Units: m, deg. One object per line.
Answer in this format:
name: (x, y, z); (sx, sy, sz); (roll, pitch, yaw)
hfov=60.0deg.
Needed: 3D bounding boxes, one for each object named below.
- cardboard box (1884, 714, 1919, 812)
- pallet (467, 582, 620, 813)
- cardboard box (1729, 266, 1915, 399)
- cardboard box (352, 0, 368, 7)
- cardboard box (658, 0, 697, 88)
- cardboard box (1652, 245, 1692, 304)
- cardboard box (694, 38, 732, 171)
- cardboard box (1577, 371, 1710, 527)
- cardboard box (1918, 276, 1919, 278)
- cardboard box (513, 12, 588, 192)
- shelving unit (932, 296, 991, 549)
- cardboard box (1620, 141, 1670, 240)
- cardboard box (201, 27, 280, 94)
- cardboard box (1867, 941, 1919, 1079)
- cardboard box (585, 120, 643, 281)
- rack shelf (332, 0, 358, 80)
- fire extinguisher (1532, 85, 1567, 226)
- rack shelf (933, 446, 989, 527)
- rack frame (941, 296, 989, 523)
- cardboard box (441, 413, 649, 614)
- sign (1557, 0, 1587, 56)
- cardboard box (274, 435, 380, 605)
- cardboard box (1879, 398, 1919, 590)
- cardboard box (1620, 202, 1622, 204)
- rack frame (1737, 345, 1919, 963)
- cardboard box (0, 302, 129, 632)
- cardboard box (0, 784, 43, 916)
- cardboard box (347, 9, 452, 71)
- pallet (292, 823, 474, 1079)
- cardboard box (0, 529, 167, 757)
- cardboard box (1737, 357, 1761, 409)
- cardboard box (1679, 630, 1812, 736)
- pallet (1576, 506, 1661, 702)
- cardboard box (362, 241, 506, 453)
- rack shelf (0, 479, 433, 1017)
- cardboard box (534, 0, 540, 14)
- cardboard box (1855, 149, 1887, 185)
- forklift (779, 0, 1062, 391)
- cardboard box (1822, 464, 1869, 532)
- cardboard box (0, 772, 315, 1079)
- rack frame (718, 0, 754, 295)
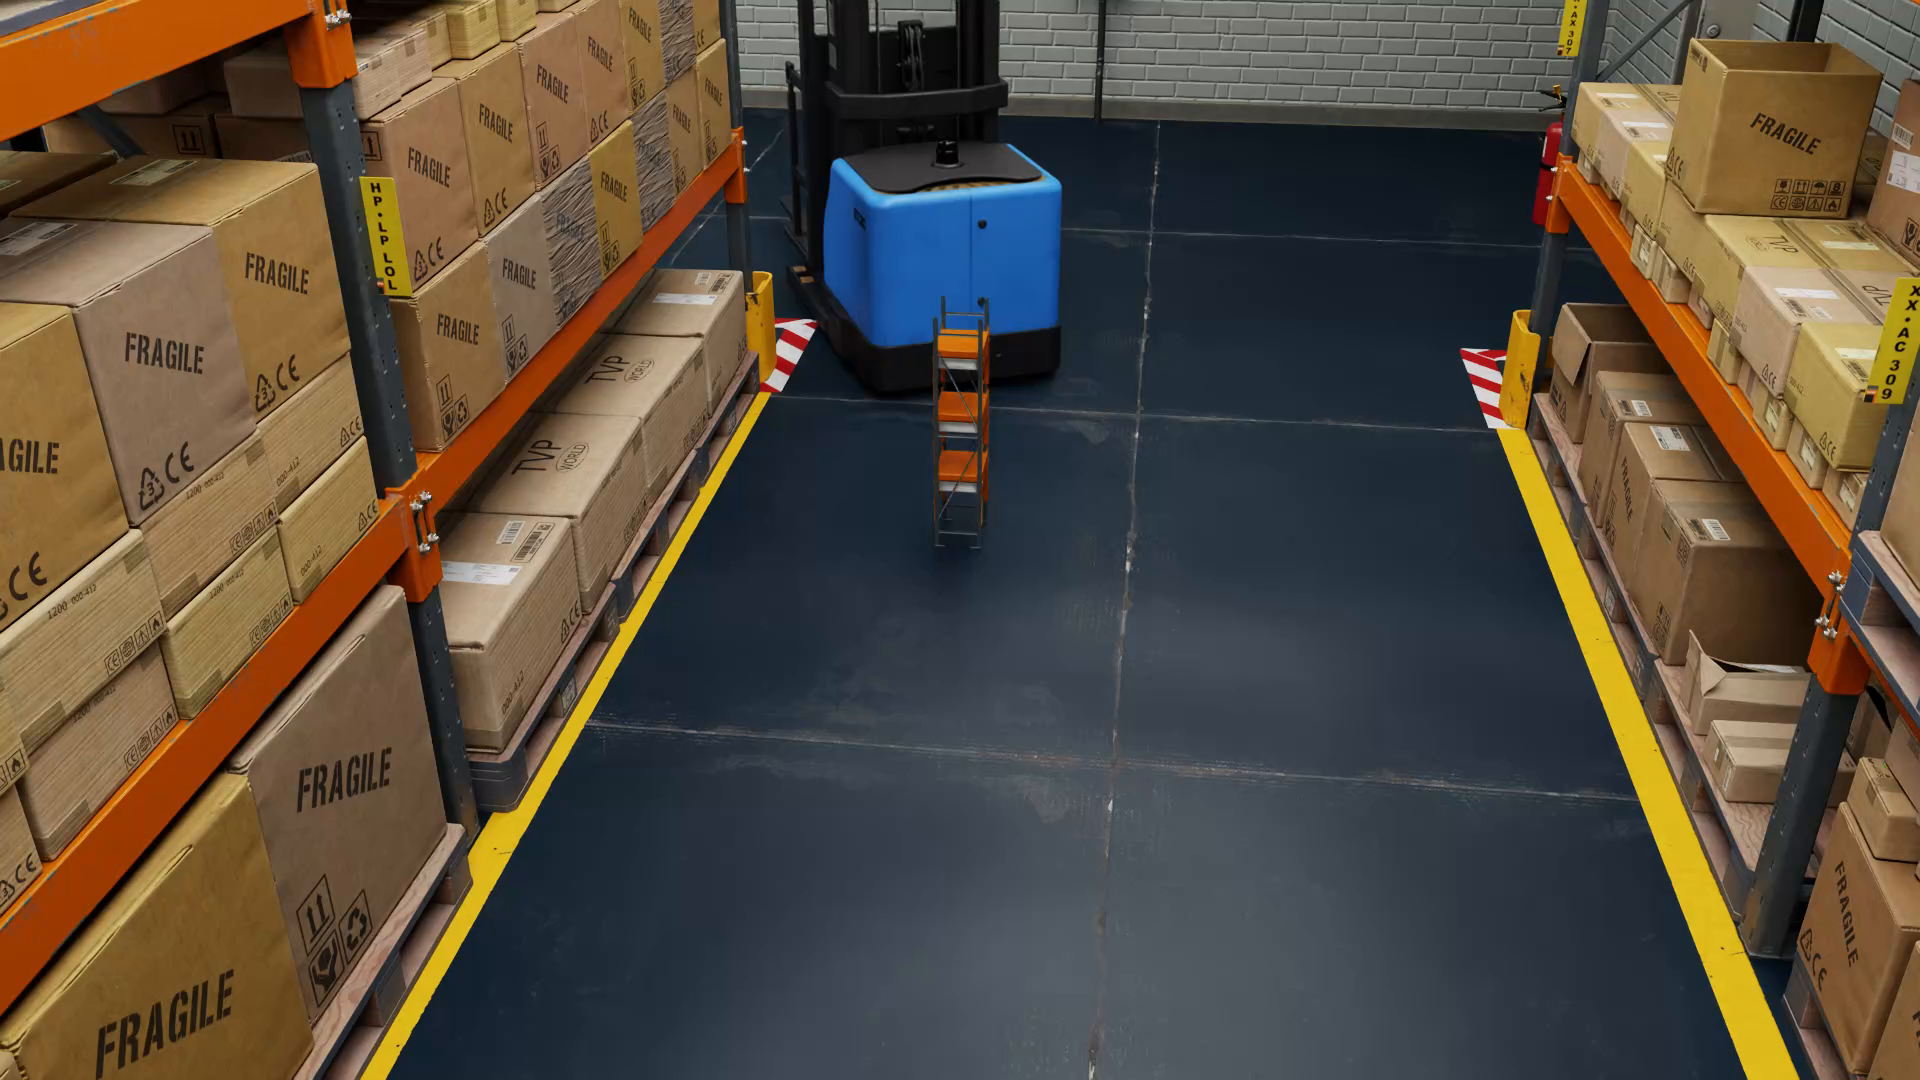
cardboard box: (2.599, 0.580, 4.207); (0.380, 0.149, 0.250); (3, 28, 5)
pallet: (-1.909, 0.511, 6.079); (1.003, 0.211, 1.213); (3, 28, 6)
cardboard box: (2.714, -0.632, 5.105); (0.500, 0.250, 0.500); (3, 29, 6)
cardboard box: (-2.170, -1.771, 5.531); (0.380, 0.149, 0.250); (3, 28, 6)
cardboard box: (-1.448, -2.242, 7.089); (0.500, 0.500, 0.500); (3, 29, 6)
cardboard box: (2.805, -0.981, 6.174); (0.380, 0.149, 0.250); (4, 29, 7)
cardboard box: (-1.387, -2.048, 7.783); (0.500, 0.500, 0.500); (4, 29, 6)
cardboard box: (3.024, -0.361, 6.951); (0.700, 0.500, 0.500); (4, 29, 8)
cardboard box: (3.230, -0.595, 5.037); (0.500, 0.250, 0.500); (3, 28, 6)
cardboard box: (-1.639, -1.535, 5.778); (0.500, 0.500, 0.500); (4, 29, 7)
shelving unit: (0.007, -0.487, 7.048); (0.215, 1.050, 0.252); (3, 28, 6)
cardboard box: (2.893, -1.350, 6.438); (0.500, 0.250, 0.500); (3, 28, 5)
cardboard box: (-2.218, -1.414, 4.869); (0.380, 0.149, 0.250); (4, 29, 7)
cardboard box: (2.508, 1.305, 3.858); (0.500, 0.500, 0.500); (3, 28, 6)
cardboard box: (-1.567, -1.326, 6.443); (0.500, 0.500, 0.500); (4, 29, 8)
rack shelf: (-1.835, -2.308, 5.968); (1.077, 0.370, 4.000); (3, 28, 6)
fire extinguisher: (2.896, -1.857, 8.009); (0.296, 0.674, 0.183); (3, 28, 6)
rack shelf: (0.007, -0.233, 7.185); (0.215, 0.259, 0.240); (3, 28, 6)
rack frame: (0.022, -0.545, 7.154); (0.200, 1.050, 0.008); (3, 28, 6)
cardboard box: (-1.788, -0.131, 6.589); (0.875, 0.438, 0.875); (3, 28, 5)
sign: (2.798, -2.372, 7.577); (0.100, 0.325, 0.005); (3, 28, 6)
cardboard box: (-1.885, -0.071, 4.378); (0.500, 0.250, 0.500); (3, 28, 5)
cardboard box: (2.565, -0.091, 3.707); (0.700, 0.500, 0.500); (4, 29, 7)
cardboard box: (3.041, -1.462, 7.066); (0.380, 0.149, 0.250); (3, 28, 6)
rack frame: (2.847, -0.076, 4.229); (1.000, 3.000, 0.127); (3, 28, 6)
cardboard box: (-2.023, -0.141, 3.189); (0.500, 0.500, 0.500); (4, 29, 8)
cardboard box: (-2.088, 0.648, 3.042); (0.500, 0.250, 0.500); (3, 28, 6)
cardboard box: (-1.779, -1.511, 5.048); (0.380, 0.149, 0.250); (3, 28, 6)
pallet: (-2.100, 1.232, 4.740); (1.003, 0.211, 1.213); (3, 28, 6)
cardboard box: (-2.004, 0.184, 3.376); (0.500, 0.250, 0.500); (4, 29, 7)
cardboard box: (2.712, -0.500, 5.280); (0.380, 0.149, 0.250); (4, 29, 8)
cardboard box: (2.667, 0.495, 5.608); (0.396, 0.266, 0.258); (4, 29, 8)
pallet: (3.079, 0.252, 6.560); (1.003, 0.211, 1.213); (3, 28, 6)
cardboard box: (-1.763, -0.613, 5.119); (0.500, 0.500, 0.500); (4, 29, 8)
rack shelf: (-2.325, 0.895, 3.185); (1.077, 0.370, 4.000); (3, 28, 6)
cardboard box: (-1.677, -1.871, 5.716); (0.380, 0.149, 0.250); (3, 28, 6)
cardboard box: (3.414, -1.317, 6.376); (0.500, 0.250, 0.500); (4, 29, 8)
forklift: (-0.407, -2.734, 9.235); (1.130, 2.935, 3.031); (-9, 30, -16)
cardboard box: (2.635, -0.131, 4.595); (0.380, 0.149, 0.250); (4, 29, 7)
cardboard box: (-2.180, 1.110, 3.825); (0.875, 0.875, 0.875); (4, 29, 8)
rack frame: (-1.590, -2.246, 8.256); (1.000, 3.000, 0.127); (3, 28, 6)
